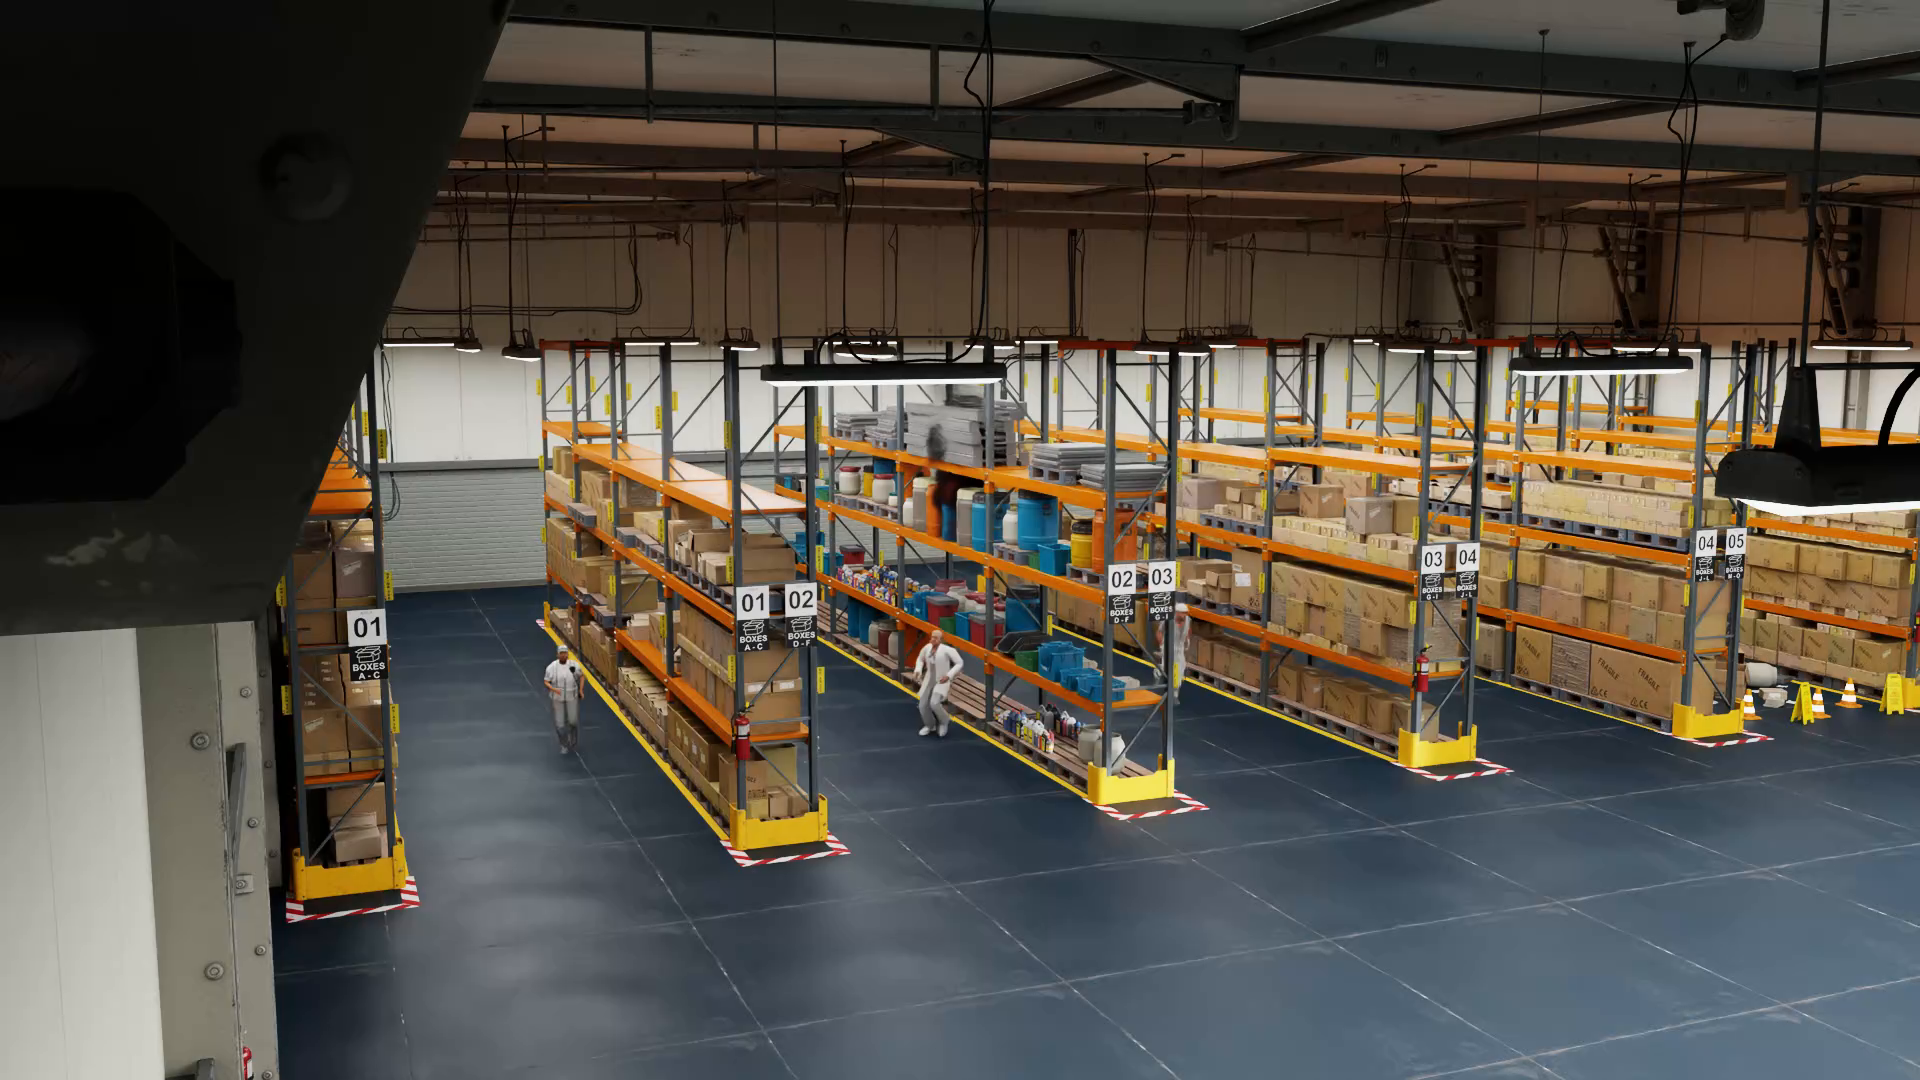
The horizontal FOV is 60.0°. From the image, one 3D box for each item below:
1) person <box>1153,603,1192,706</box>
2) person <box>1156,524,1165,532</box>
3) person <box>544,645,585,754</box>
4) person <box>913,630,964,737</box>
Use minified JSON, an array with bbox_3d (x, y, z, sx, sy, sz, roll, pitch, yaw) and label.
[{"bbox_3d":[3.555,1.870,27.994,0.666,1.727,0.974,-4,8,-28],"label":"person"},{"bbox_3d":[4.606,0.470,38.515,0.704,1.749,0.828,-3,8,-21],"label":"person"},{"bbox_3d":[-5.811,2.352,24.497,0.599,1.628,0.539,-2,8,-15],"label":"person"},{"bbox_3d":[-0.341,2.199,25.461,0.803,1.688,0.662,4,8,28],"label":"person"}]
